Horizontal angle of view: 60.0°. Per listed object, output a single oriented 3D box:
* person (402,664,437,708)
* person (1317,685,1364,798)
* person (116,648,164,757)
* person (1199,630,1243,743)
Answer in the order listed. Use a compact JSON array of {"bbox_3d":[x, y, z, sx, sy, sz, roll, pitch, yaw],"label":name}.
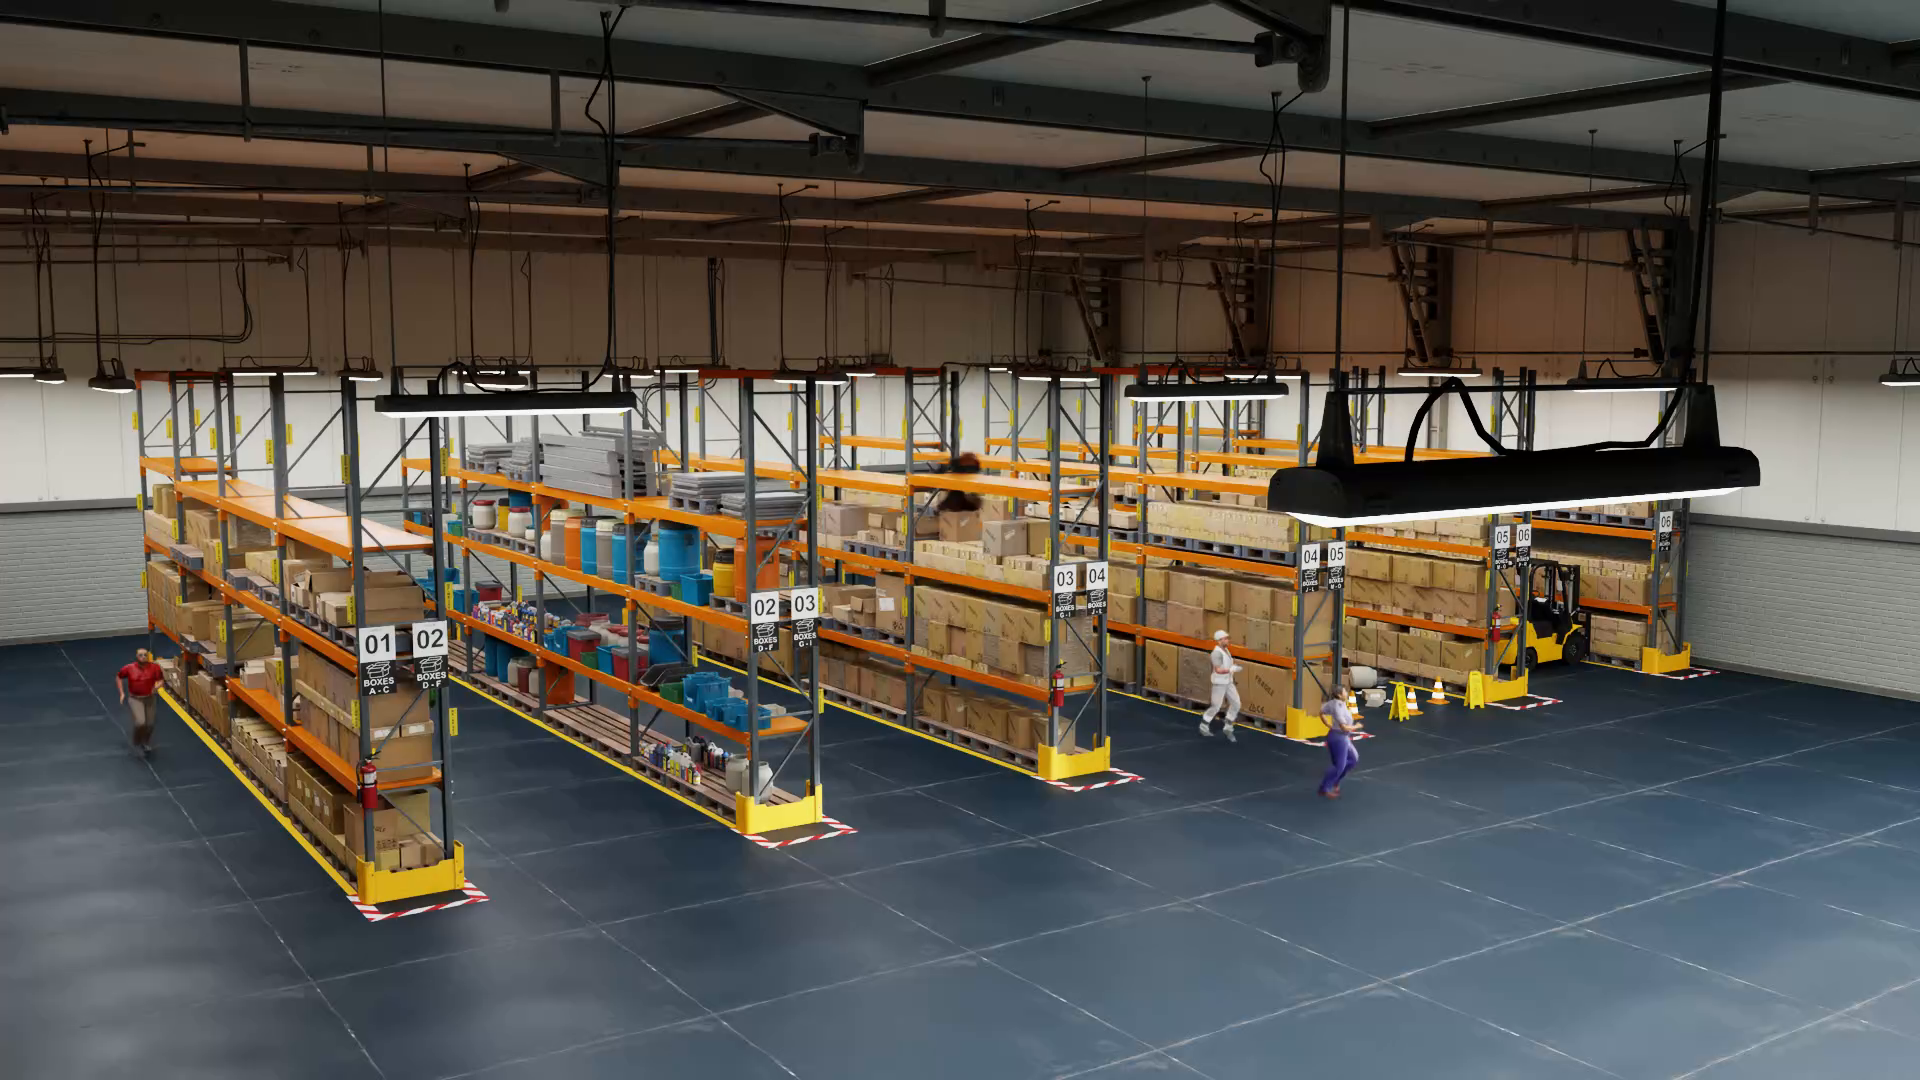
[{"bbox_3d":[-9.011,2.339,27.764,0.593,1.742,0.655,6,9,44],"label":"person"},{"bbox_3d":[5.411,2.854,23.640,0.639,1.621,0.584,1,6,4],"label":"person"},{"bbox_3d":[-12.804,2.550,26.068,0.633,1.732,0.789,-5,8,-40],"label":"person"},{"bbox_3d":[4.258,2.382,27.016,0.770,1.850,0.664,5,8,35],"label":"person"}]
